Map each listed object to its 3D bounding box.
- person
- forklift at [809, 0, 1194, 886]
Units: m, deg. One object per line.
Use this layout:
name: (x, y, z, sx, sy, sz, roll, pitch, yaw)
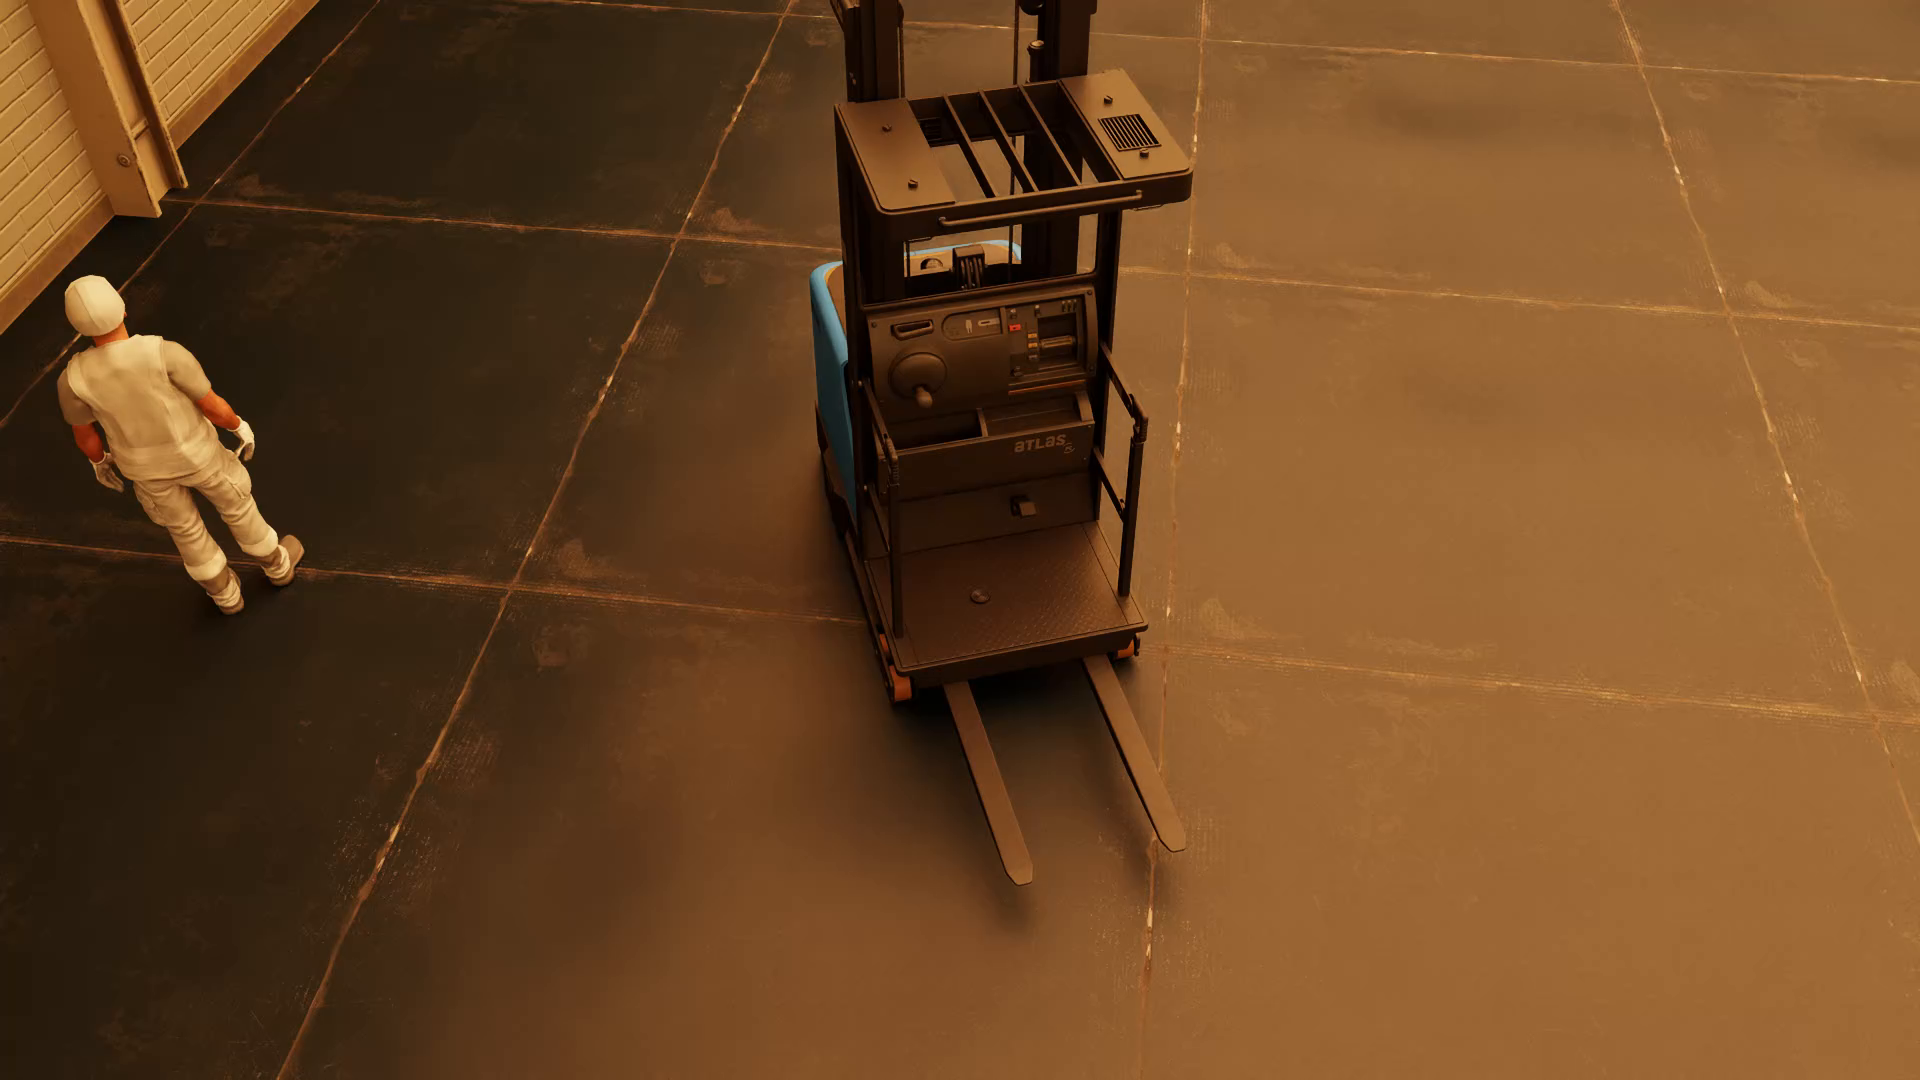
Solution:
person: (-3.312, -0.410, 7.003, 0.638, 1.789, 0.564, -12, 44, -13)
forklift: (0.153, -0.681, 6.465, 1.130, 2.935, 3.031, -10, 44, -11)
